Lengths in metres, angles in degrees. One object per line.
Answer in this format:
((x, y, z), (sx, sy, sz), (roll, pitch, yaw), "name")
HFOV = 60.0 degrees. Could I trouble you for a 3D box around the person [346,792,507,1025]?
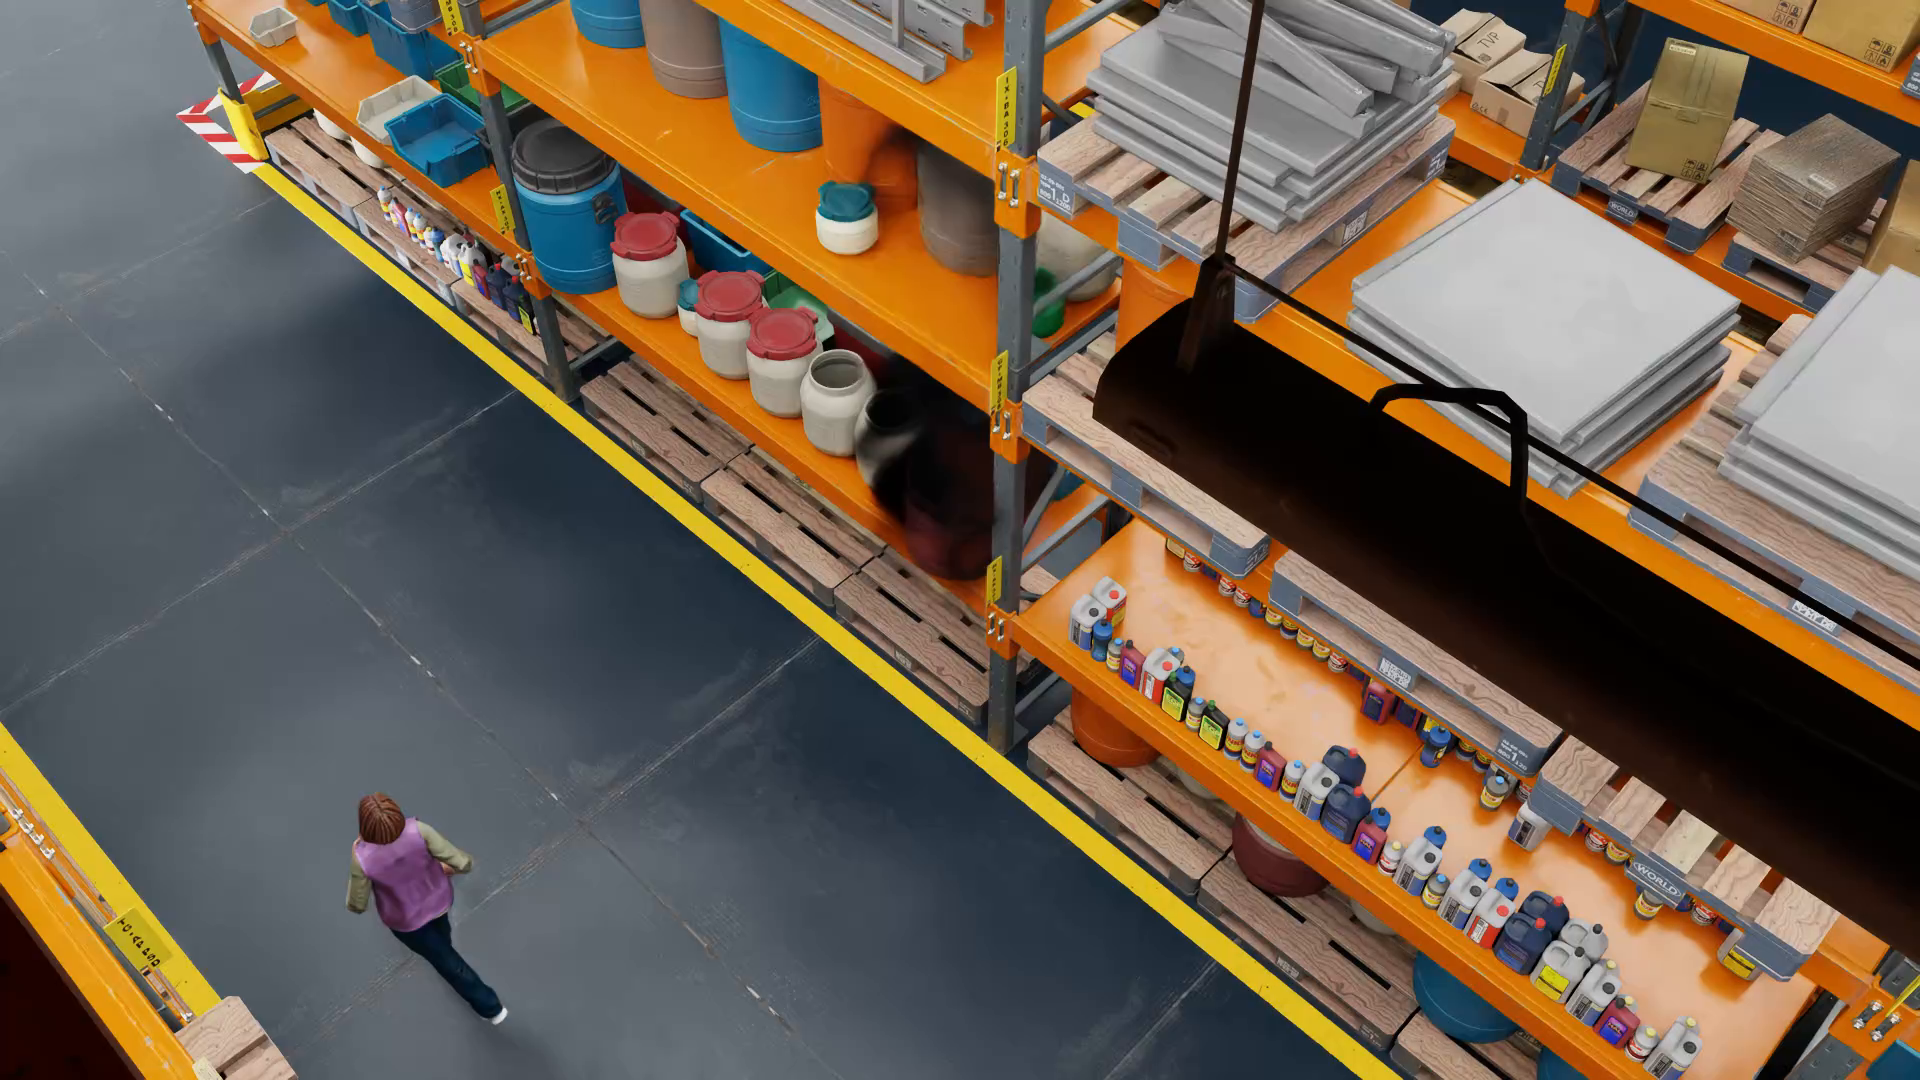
((-2.459, 1.670, 7.565), (0.524, 1.621, 0.770), (-37, 59, -27), "person")
